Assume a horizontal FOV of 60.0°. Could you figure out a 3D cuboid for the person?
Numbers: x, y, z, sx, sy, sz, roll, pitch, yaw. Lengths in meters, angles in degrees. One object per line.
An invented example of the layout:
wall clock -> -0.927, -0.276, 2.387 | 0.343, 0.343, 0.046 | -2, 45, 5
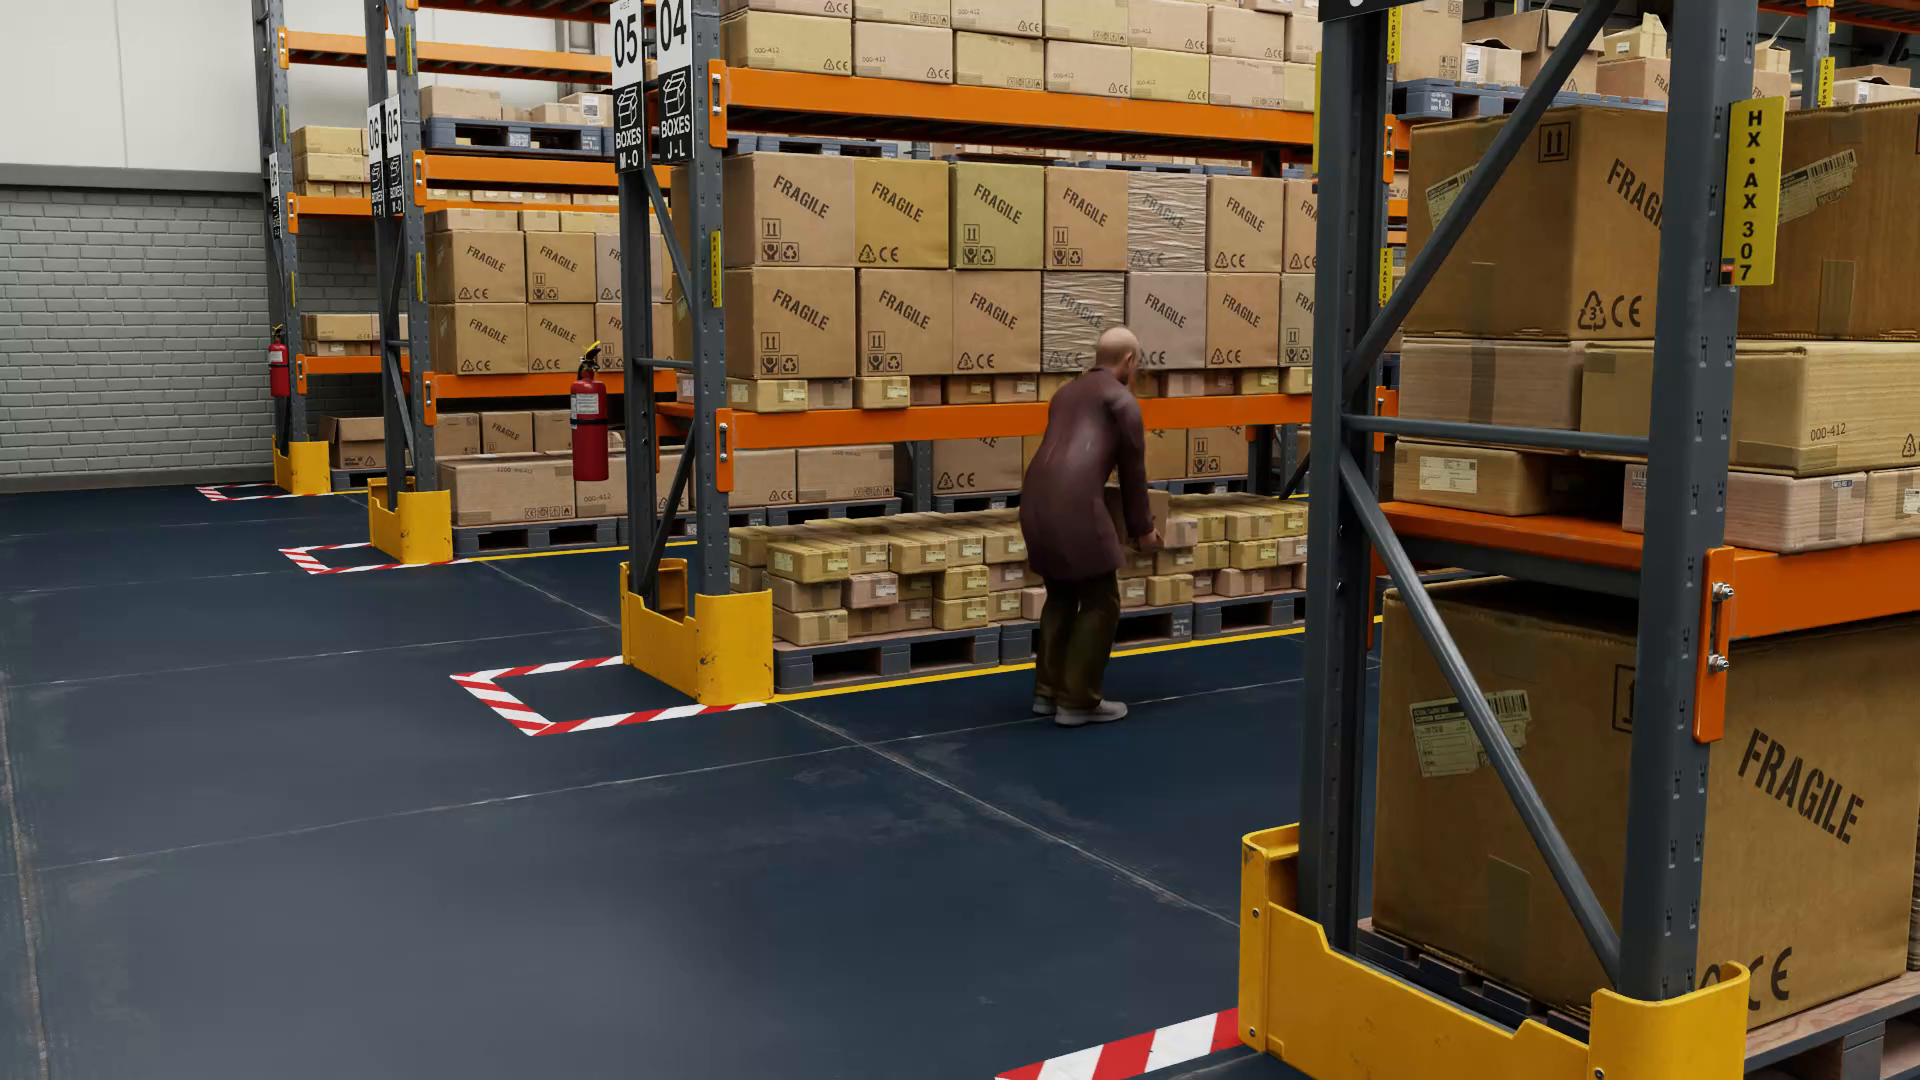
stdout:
person -> 0.567, -0.071, 7.218 | 0.638, 1.689, 0.536 | -6, 10, -37
